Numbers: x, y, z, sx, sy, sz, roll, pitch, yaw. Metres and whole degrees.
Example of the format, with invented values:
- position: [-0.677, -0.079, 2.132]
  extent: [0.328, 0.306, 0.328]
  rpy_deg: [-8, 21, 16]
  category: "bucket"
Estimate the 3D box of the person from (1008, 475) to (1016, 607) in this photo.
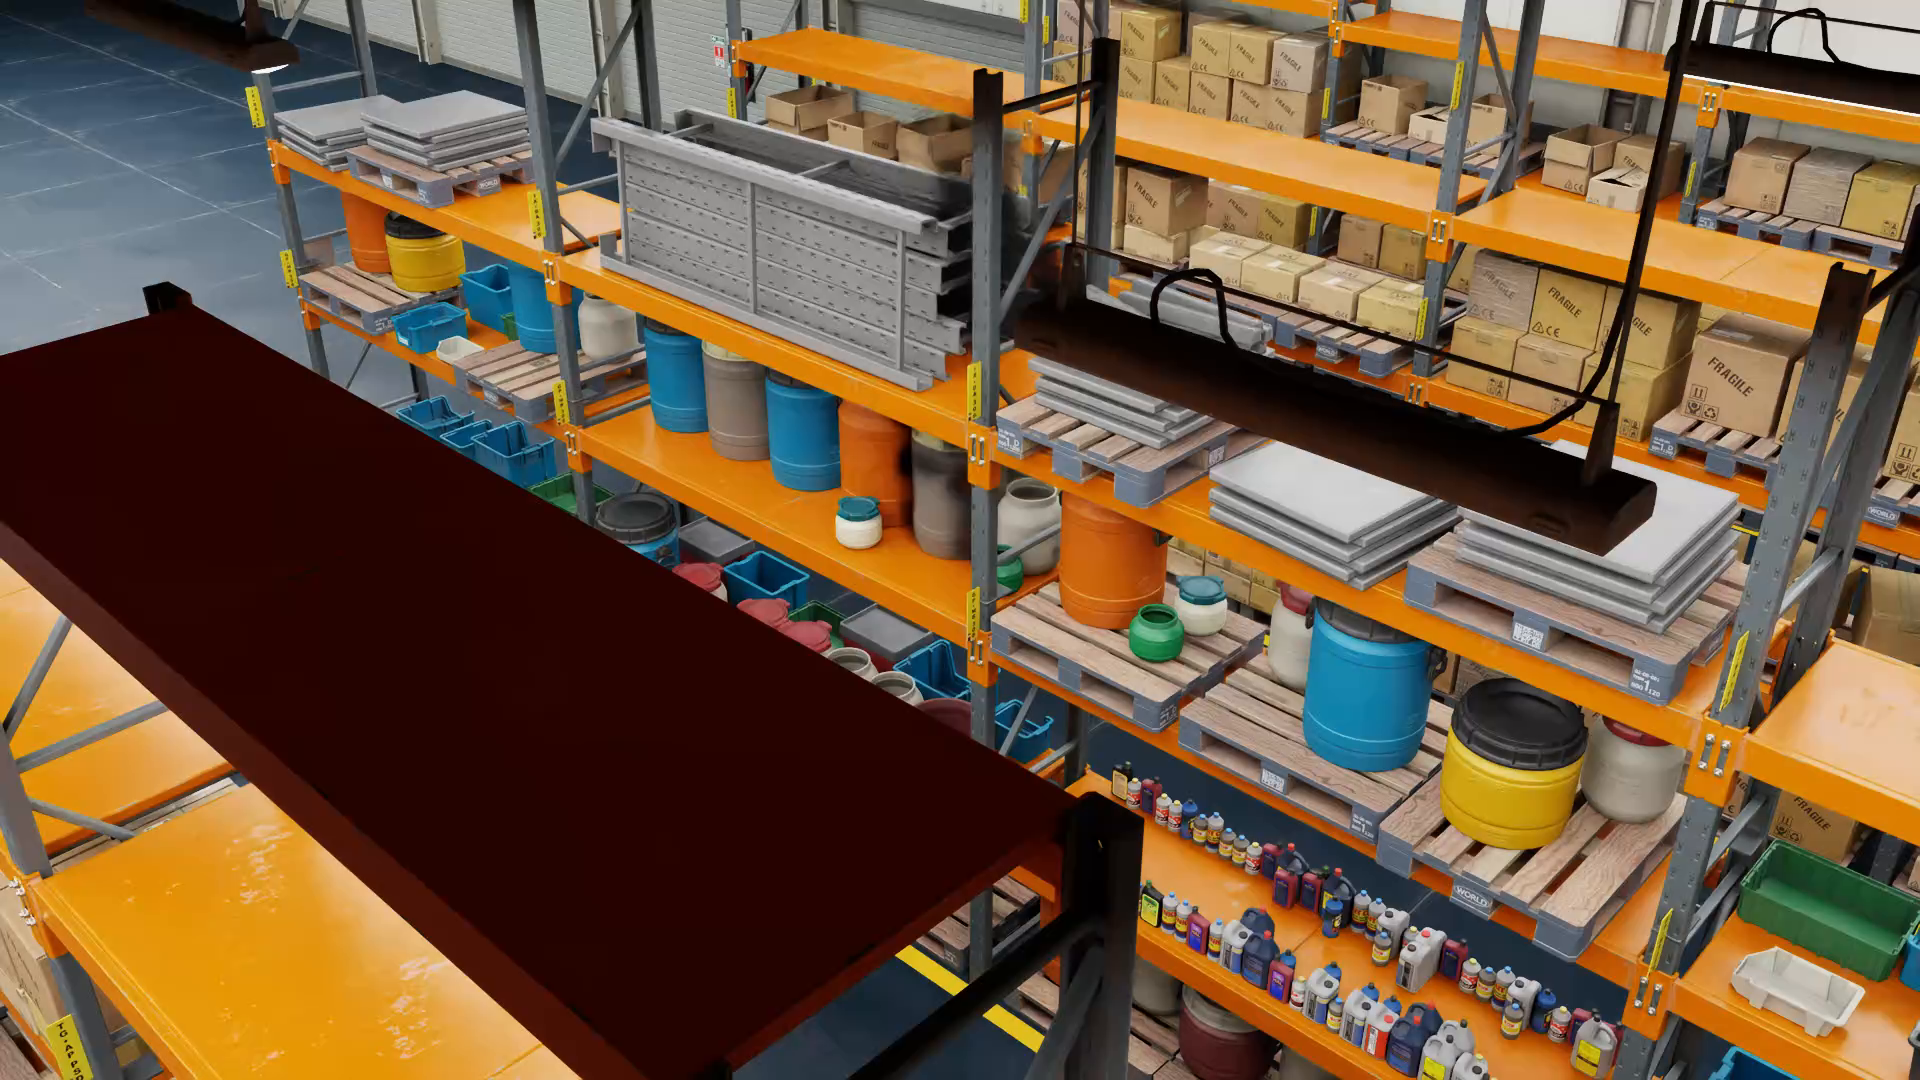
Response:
- position: [0.233, 0.073, 14.430]
  extent: [0.518, 1.668, 0.604]
  rpy_deg: [19, 35, 30]
  category: "person"
